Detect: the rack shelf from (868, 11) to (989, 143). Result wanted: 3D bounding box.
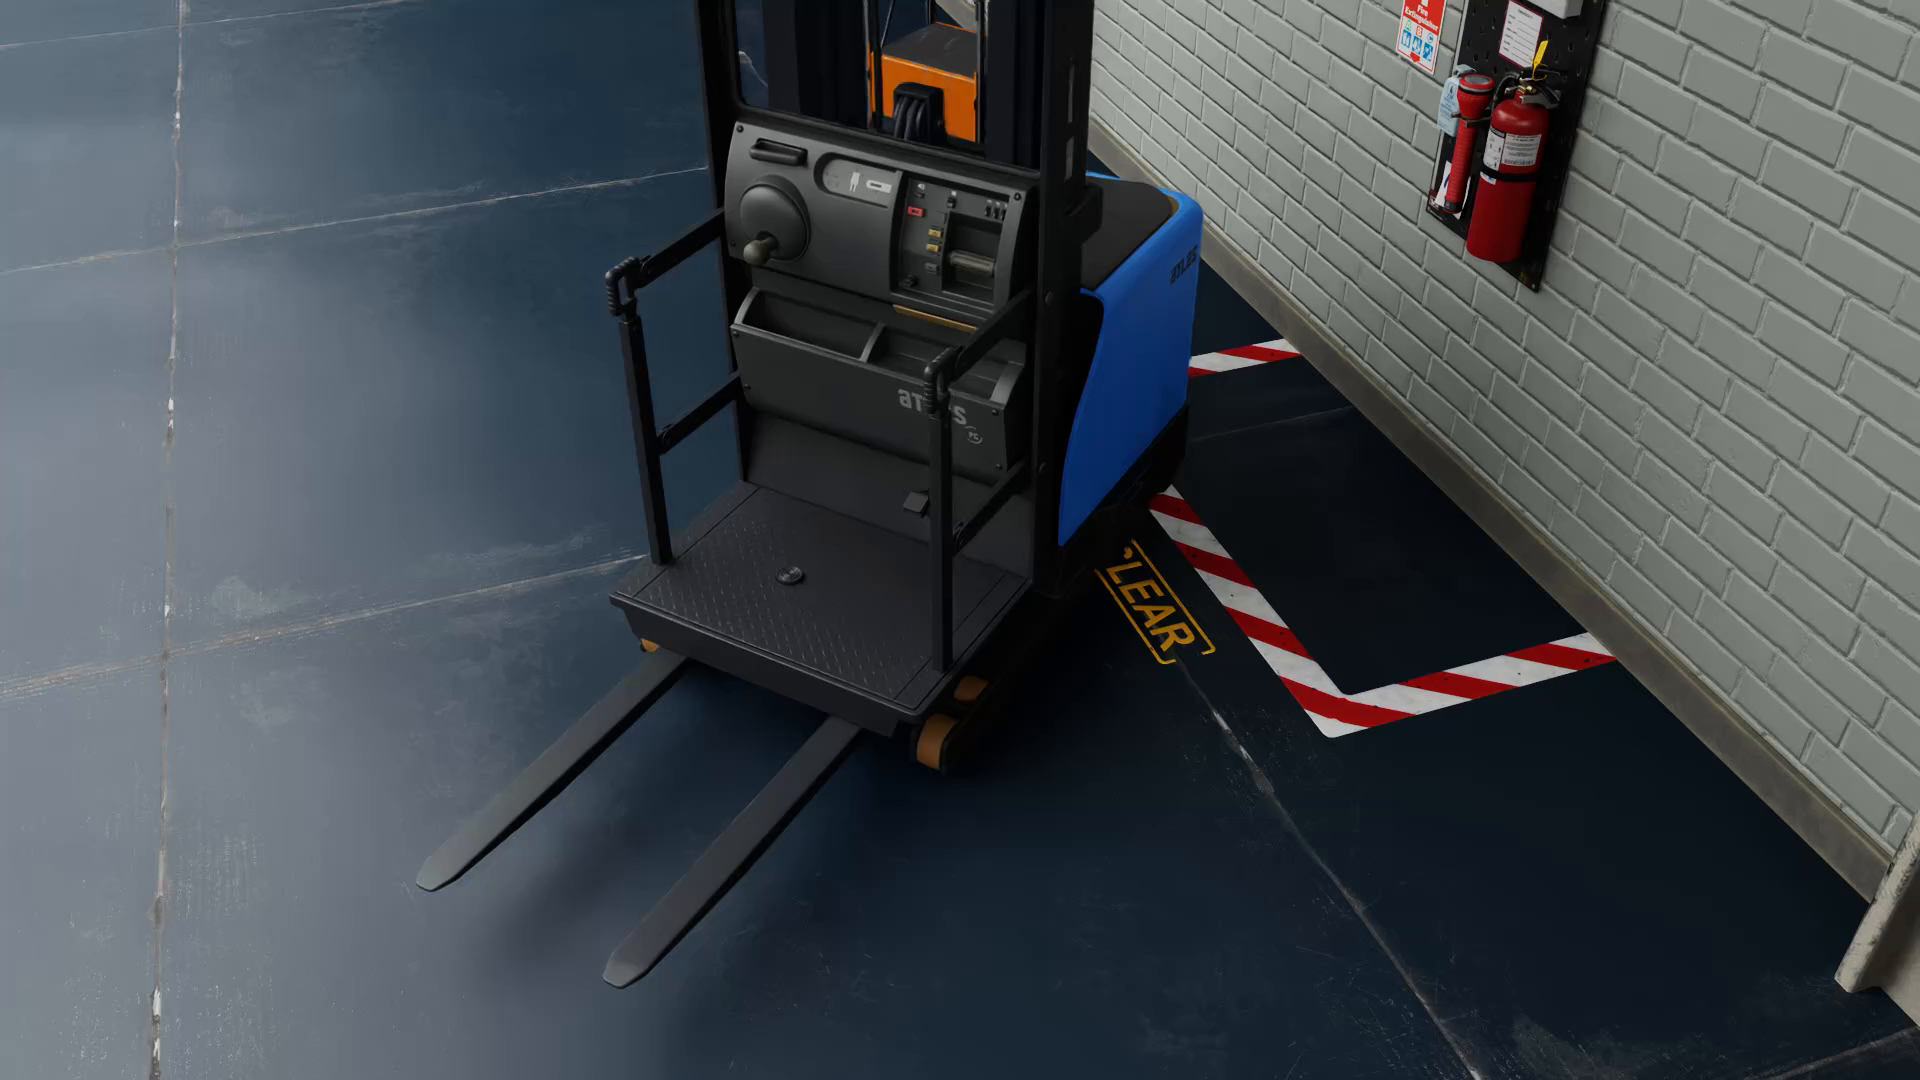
[{"bbox_3d":[-0.015,-1.592,6.142,0.480,0.518,0.431,23,43,28],"label":"rack shelf"}]

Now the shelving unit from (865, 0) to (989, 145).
[{"bbox_3d":[-0.015,-1.603,6.133,0.503,2.100,0.431,23,43,28],"label":"shelving unit"}]

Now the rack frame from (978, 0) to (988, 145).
[{"bbox_3d":[0.183,-1.518,6.020,0.015,2.100,0.400,23,43,28],"label":"rack frame"}]

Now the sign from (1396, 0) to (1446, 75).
[{"bbox_3d":[1.542,-1.751,5.551,0.001,0.329,0.234,-12,39,-16],"label":"sign"}]

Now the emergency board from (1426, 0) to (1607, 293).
[{"bbox_3d":[1.636,-1.403,5.119,0.194,1.169,0.643,-12,39,-16],"label":"emergency board"}]

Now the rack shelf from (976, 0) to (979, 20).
[{"bbox_3d":[-0.015,-2.151,5.720,0.480,0.518,0.431,23,43,28],"label":"rack shelf"}]

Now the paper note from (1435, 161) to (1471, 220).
[{"bbox_3d":[1.640,-1.165,5.536,0.016,0.148,0.142,-12,39,-16],"label":"paper note"}]

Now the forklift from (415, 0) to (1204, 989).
[{"bbox_3d":[-0.349,-0.814,4.395,1.130,2.935,3.031,19,41,23],"label":"forklift"}]

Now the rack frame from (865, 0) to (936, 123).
[{"bbox_3d":[-0.213,-1.689,6.247,0.015,2.100,0.400,23,43,28],"label":"rack frame"}]
